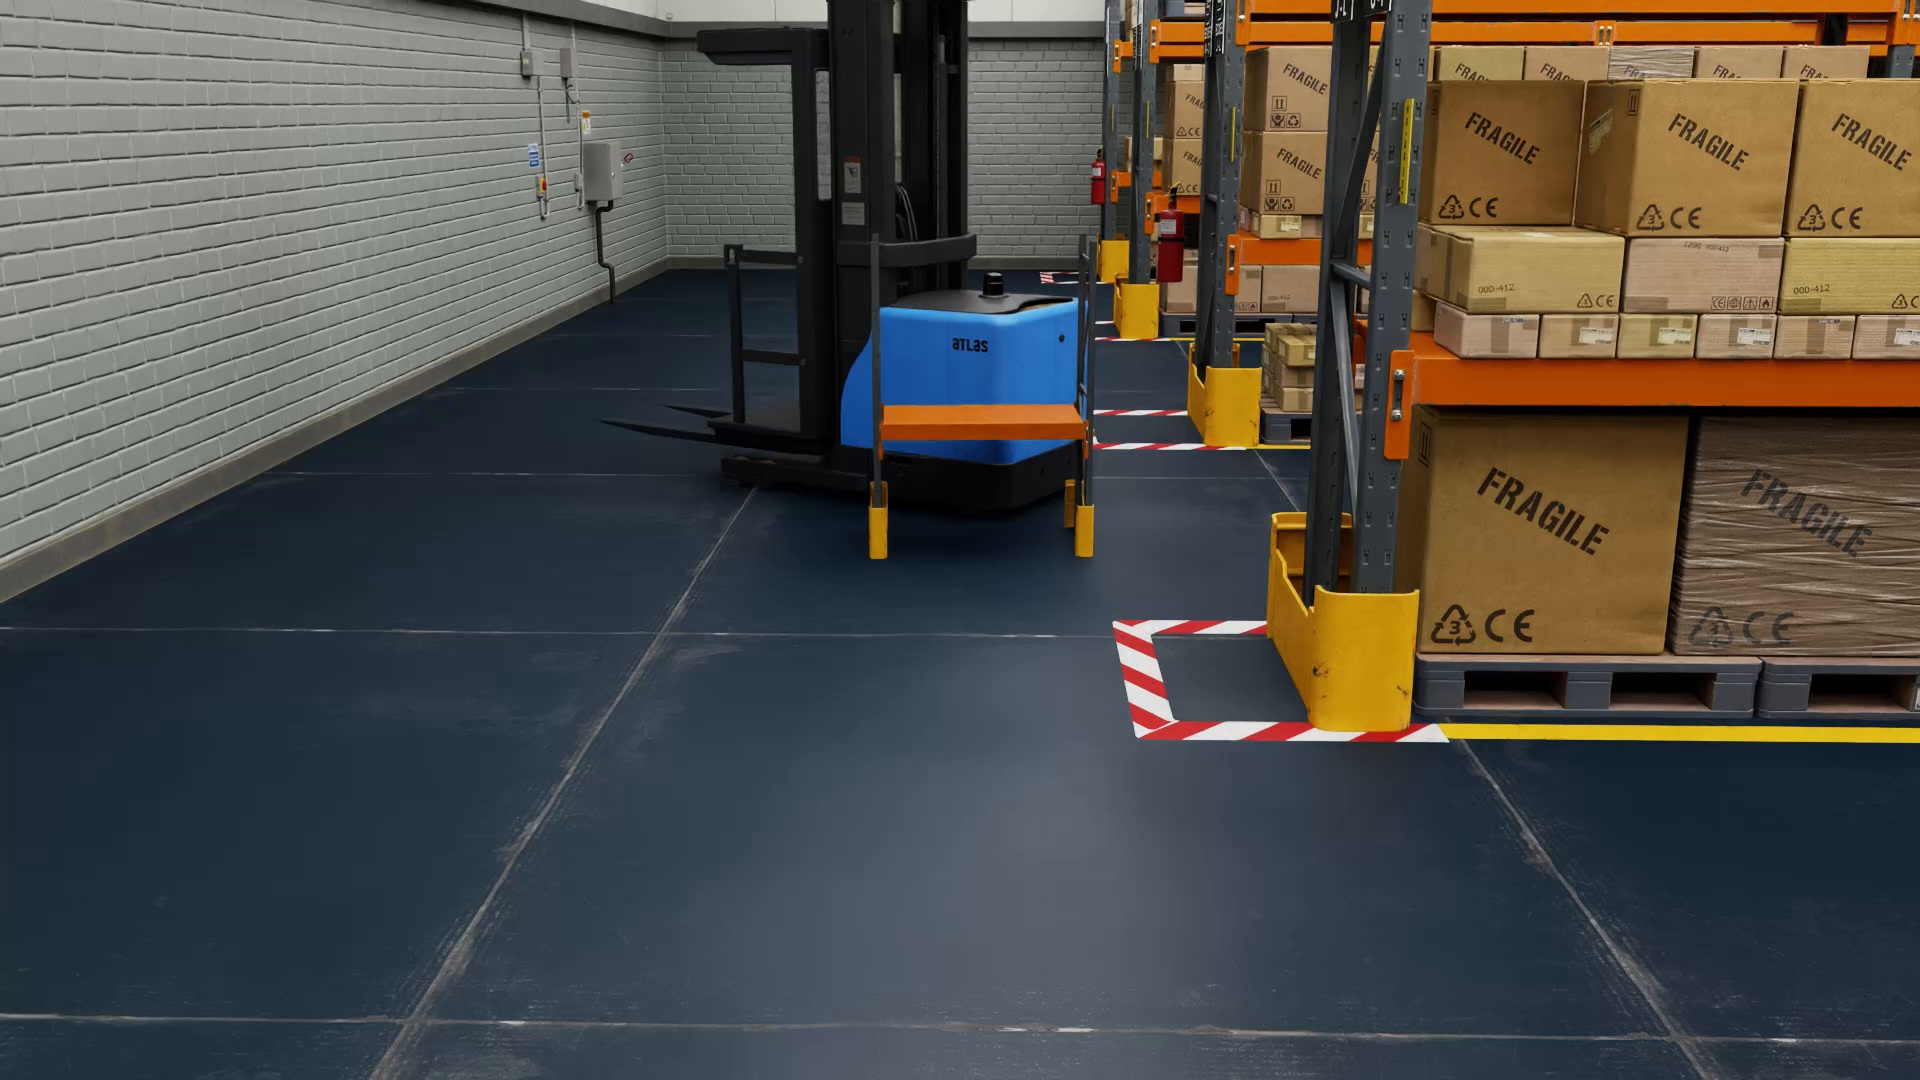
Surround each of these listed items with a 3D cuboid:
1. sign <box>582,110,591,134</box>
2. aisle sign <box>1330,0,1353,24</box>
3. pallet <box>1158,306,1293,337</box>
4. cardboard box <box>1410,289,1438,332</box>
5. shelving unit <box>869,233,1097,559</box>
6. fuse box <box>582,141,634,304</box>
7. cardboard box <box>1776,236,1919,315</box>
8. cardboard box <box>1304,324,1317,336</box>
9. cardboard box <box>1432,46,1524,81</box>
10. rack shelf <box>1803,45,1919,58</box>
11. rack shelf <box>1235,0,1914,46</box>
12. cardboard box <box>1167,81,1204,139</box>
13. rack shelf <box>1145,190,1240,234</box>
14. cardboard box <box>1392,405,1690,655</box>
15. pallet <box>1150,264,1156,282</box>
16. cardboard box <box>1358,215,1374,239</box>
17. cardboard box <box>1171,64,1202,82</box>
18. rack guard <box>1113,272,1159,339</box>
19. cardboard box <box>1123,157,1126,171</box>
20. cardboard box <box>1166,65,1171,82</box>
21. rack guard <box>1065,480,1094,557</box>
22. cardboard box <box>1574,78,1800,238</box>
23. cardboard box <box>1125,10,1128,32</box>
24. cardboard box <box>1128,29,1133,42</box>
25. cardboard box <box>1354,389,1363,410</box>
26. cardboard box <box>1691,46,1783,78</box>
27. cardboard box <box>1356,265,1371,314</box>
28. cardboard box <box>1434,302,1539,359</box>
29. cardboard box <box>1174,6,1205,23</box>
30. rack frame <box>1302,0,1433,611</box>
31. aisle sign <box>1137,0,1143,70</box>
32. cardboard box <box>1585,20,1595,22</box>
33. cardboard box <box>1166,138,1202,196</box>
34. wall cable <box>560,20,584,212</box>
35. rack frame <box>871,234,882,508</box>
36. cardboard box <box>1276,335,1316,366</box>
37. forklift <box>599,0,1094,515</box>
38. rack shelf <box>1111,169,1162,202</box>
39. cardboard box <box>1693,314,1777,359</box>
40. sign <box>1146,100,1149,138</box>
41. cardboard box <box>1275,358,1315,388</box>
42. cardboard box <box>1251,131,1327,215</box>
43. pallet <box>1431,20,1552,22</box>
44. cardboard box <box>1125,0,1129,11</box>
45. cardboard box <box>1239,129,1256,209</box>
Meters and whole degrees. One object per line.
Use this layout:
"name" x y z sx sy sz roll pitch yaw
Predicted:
"sign" -3.945 -4.409 17.552 0.001 0.242 0.339 0 15 1
"aisle sign" 1.384 -2.263 5.943 0.004 0.787 0.394 0 15 1
"pallet" 2.503 -2.123 15.974 1.213 0.211 1.003 0 15 1
"cardboard box" 1.813 -0.890 6.324 0.250 0.149 0.380 1 15 2
"shelving unit" 0.094 -0.714 8.104 1.083 1.500 0.587 -1 15 -2
"fuse box" -3.737 -3.399 17.870 0.414 1.711 0.539 0 15 1
"cardboard box" 2.943 -0.923 5.669 0.500 0.250 0.500 0 15 0
"cardboard box" 2.461 -1.351 11.179 0.250 0.149 0.380 1 15 3
"cardboard box" 3.142 -2.788 10.288 0.500 0.500 0.500 0 15 0
"rack shelf" 11.821 -5.760 19.822 4.000 0.370 1.077 0 15 1
"rack shelf" 3.675 -3.283 10.434 4.000 0.370 1.077 0 15 1
"cardboard box" 2.174 -3.913 15.134 0.500 0.500 0.500 0 15 0
"rack shelf" 3.701 -3.096 15.604 4.000 0.370 1.077 0 15 1
"cardboard box" 2.090 -0.121 6.262 0.875 0.875 0.875 0 15 1
"pallet" 2.697 -3.369 20.695 1.213 0.211 1.003 0 15 1
"cardboard box" 2.514 -1.980 10.457 0.250 0.149 0.380 0 15 0
"cardboard box" 2.049 -4.229 15.063 0.250 0.149 0.380 1 15 3
"rack guard" 1.677 -2.248 15.881 0.348 0.500 1.175 0 15 1
"cardboard box" 2.162 -4.667 20.643 0.250 0.149 0.380 0 15 1
"cardboard box" 2.065 -4.351 15.524 0.250 0.149 0.380 1 15 2
"rack guard" 0.592 -0.114 8.282 0.087 0.250 0.587 -1 15 -2
"cardboard box" 2.421 -1.288 5.583 0.500 0.500 0.500 0 15 0
"cardboard box" 2.276 -6.311 20.211 0.500 0.250 0.500 0 15 0
"cardboard box" 2.137 -5.990 19.777 0.250 0.149 0.380 1 15 3
"cardboard box" 2.455 -0.952 10.835 0.250 0.149 0.380 0 15 1
"cardboard box" 4.681 -2.779 10.256 0.500 0.500 0.500 0 15 0
"cardboard box" 4.180 -2.432 15.877 0.875 0.438 0.875 0 15 0
"cardboard box" 1.795 -0.722 5.687 0.250 0.149 0.380 1 15 2
"cardboard box" 2.770 -6.174 19.691 0.500 0.250 0.500 1 15 2
"rack frame" 1.448 -0.929 5.983 0.127 3.000 1.000 0 15 1
"aisle sign" 1.622 -4.640 14.952 0.004 0.787 0.394 0 15 1
"cardboard box" 7.674 -6.296 19.917 0.250 0.149 0.380 0 15 2
"cardboard box" 2.174 -3.429 15.260 0.500 0.500 0.500 0 15 1
"wall cable" -3.912 -4.340 16.920 0.122 1.984 0.588 0 15 1
"rack frame" -0.405 -0.709 8.087 0.032 1.500 0.500 -1 15 -2
"cardboard box" 2.191 -1.216 10.668 0.250 0.149 0.380 0 15 -1
"forklift" -0.769 -1.810 9.456 3.031 2.935 1.130 9 17 31
"rack shelf" 3.824 -4.362 20.402 4.000 0.370 1.077 0 15 1
"cardboard box" 2.568 -0.717 5.671 0.250 0.149 0.380 0 15 1
"sign" 1.681 -3.772 14.905 0.005 0.325 0.100 0 15 1
"cardboard box" 2.193 -1.093 10.786 0.250 0.149 0.380 1 15 4
"cardboard box" 2.118 -2.312 10.446 0.500 0.500 0.500 1 15 4
"pallet" 4.882 -4.846 15.122 1.213 0.211 1.003 0 15 1
"cardboard box" 2.276 -6.554 20.153 0.500 0.250 0.500 0 15 0
"cardboard box" 2.132 -2.449 10.962 0.500 0.500 0.500 1 15 3
